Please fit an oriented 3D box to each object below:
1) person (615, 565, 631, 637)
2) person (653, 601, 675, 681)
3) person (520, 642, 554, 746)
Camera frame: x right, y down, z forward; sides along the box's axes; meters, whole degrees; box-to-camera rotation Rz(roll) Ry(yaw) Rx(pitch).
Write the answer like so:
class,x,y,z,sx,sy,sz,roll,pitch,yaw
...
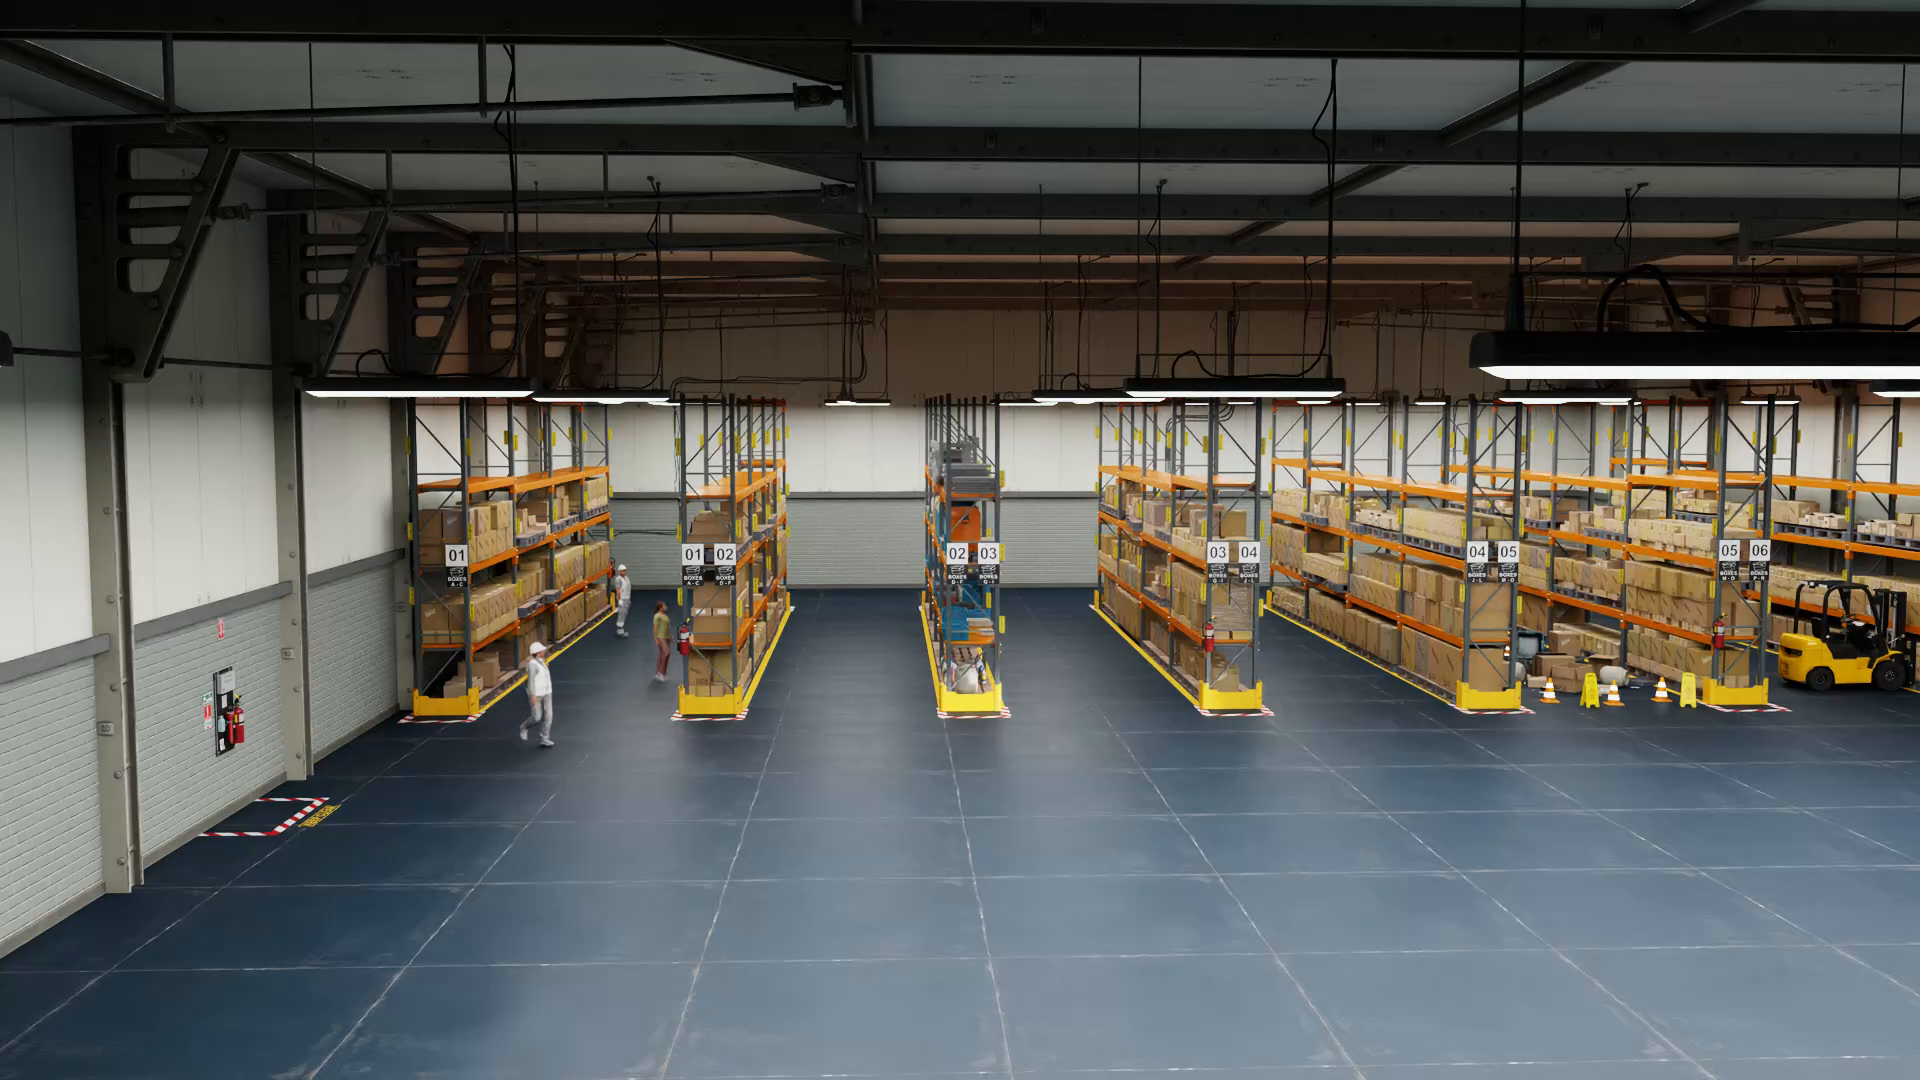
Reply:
class,x,y,z,sx,sy,sz,roll,pitch,yaw
person,-8.467,1.530,41.803,0.367,1.807,0.590,0,5,6
person,-6.261,2.136,35.143,0.504,1.710,0.494,3,5,33
person,-7.183,2.606,28.228,0.622,1.755,0.528,3,6,36
